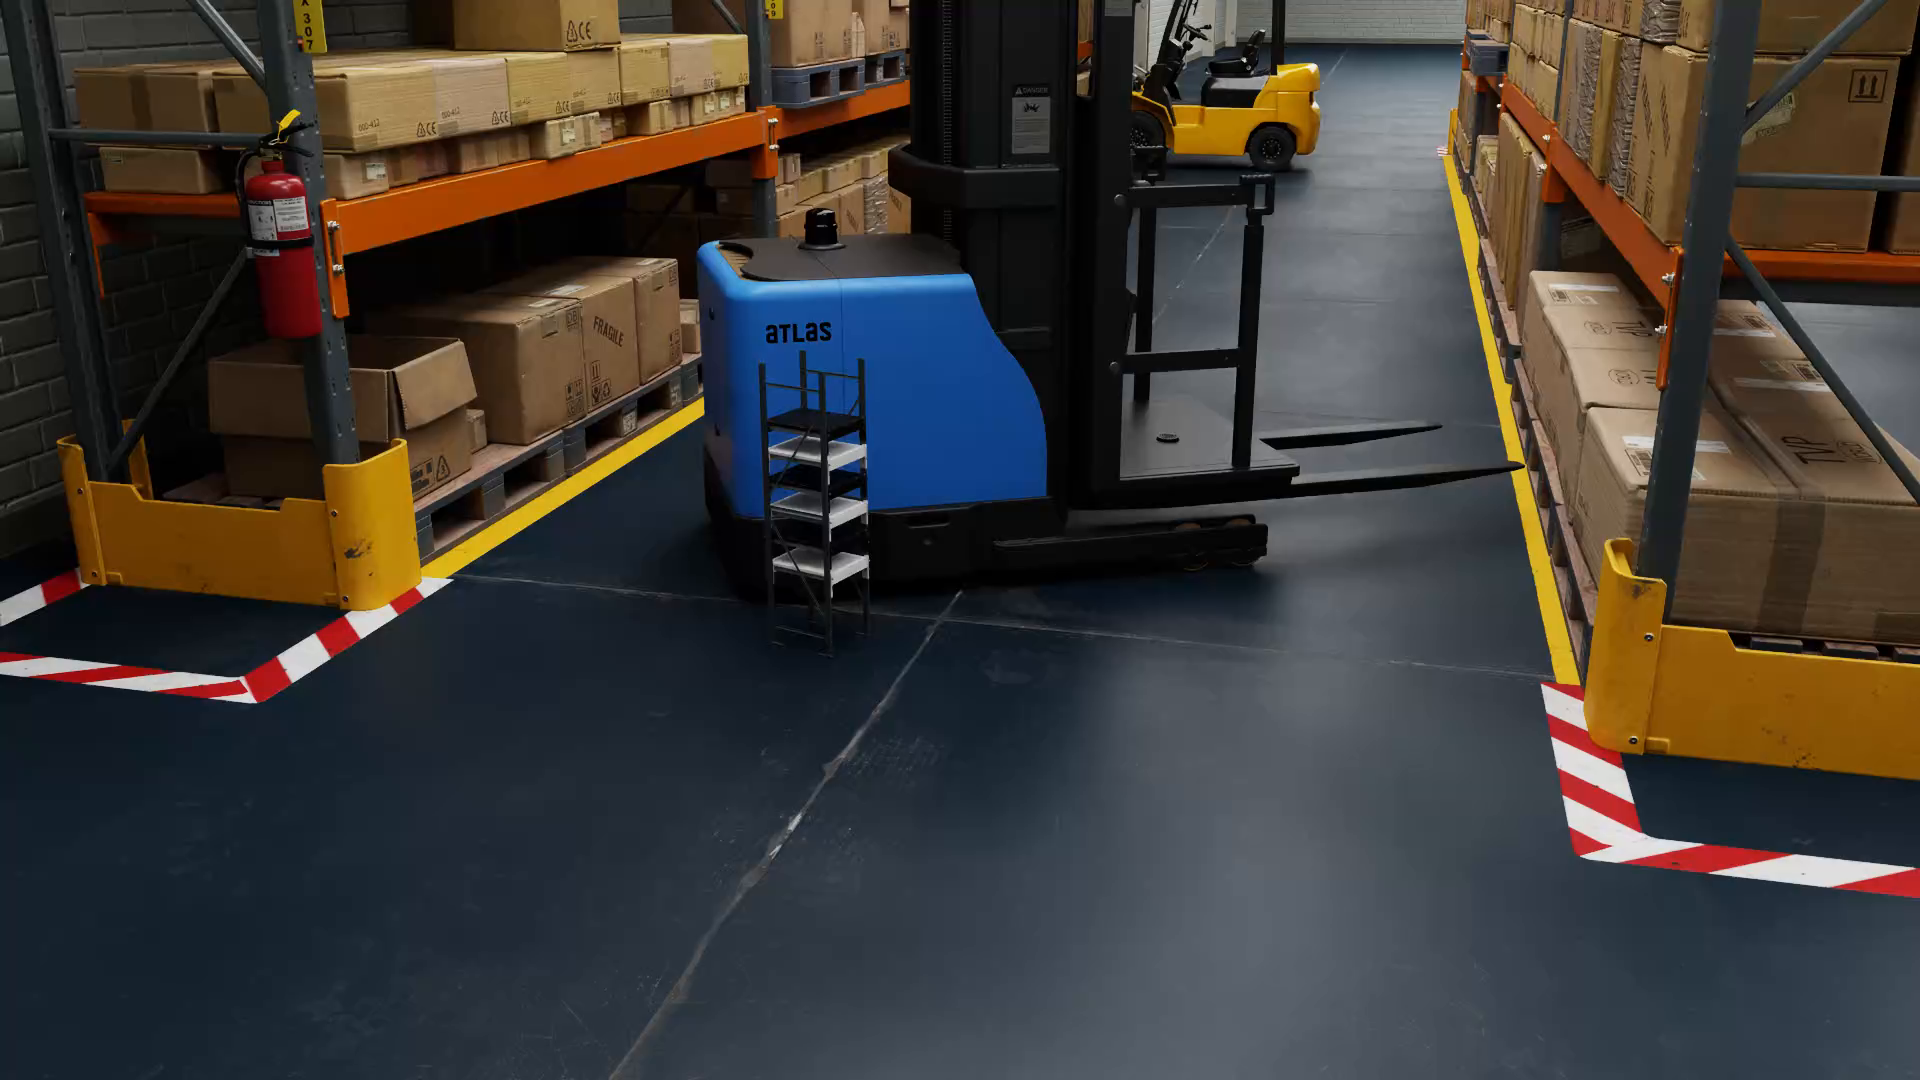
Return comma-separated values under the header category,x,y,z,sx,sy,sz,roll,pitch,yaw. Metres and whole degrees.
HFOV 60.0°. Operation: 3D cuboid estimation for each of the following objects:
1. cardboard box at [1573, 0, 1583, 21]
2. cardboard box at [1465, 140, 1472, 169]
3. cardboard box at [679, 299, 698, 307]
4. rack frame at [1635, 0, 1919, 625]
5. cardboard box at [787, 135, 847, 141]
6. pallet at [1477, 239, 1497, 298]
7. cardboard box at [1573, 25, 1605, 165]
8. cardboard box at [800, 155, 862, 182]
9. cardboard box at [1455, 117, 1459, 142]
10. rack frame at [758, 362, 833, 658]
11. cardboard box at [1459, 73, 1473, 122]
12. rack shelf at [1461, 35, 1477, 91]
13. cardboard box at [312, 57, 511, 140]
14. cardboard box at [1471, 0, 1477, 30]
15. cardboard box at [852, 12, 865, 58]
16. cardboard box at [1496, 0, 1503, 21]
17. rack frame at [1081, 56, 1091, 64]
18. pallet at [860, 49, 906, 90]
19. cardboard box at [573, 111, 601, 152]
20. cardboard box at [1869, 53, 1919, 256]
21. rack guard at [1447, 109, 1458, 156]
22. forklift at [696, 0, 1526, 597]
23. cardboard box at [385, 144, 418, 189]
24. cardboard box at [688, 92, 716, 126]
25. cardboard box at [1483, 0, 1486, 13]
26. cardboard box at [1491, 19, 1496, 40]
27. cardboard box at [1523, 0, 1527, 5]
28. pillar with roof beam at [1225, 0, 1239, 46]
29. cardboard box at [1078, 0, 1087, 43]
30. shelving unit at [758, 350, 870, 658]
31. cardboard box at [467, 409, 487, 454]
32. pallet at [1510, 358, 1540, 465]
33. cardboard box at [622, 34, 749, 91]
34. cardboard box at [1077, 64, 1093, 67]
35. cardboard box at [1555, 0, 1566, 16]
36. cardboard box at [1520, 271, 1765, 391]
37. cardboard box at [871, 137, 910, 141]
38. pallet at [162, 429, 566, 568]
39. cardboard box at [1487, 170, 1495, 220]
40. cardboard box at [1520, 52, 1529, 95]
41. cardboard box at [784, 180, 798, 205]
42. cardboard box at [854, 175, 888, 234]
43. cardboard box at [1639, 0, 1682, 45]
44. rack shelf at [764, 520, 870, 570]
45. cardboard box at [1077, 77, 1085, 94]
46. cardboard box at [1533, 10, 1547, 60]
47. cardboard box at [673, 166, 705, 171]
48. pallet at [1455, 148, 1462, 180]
category,x,y,z,sx,sy,sz,roll,pitch,yaw
cardboard box,2.962,-2.508,7.189,0.500,0.500,0.500,5,19,14
cardboard box,5.152,-3.730,16.071,0.500,0.250,0.500,6,20,16
cardboard box,-1.352,-1.161,8.706,0.380,0.149,0.250,4,19,12
rack frame,2.336,-0.864,4.078,1.000,3.000,0.127,5,19,13
cardboard box,-1.044,-2.865,12.150,0.380,0.149,0.250,5,20,15
pallet,4.025,-1.811,11.163,1.003,0.211,1.213,5,19,13
cardboard box,2.690,-1.726,6.446,0.500,0.500,0.500,5,19,14
cardboard box,-0.859,-2.424,10.858,0.380,0.149,0.250,5,19,14
cardboard box,5.780,-4.546,18.460,0.500,0.250,0.500,4,19,13
rack frame,-0.496,-0.082,5.037,0.240,0.900,0.006,11,22,29
cardboard box,5.651,-4.729,17.836,0.500,0.500,0.500,4,19,11
rack shelf,5.757,-4.912,17.041,1.077,0.370,4.000,5,19,13
cardboard box,-1.983,-1.604,6.015,0.500,0.250,0.500,5,19,14
cardboard box,5.498,-5.458,16.913,0.500,0.500,0.500,4,19,12
cardboard box,-0.789,-3.049,10.032,0.396,0.266,0.258,6,20,16
cardboard box,4.248,-4.086,12.245,0.500,0.500,0.500,4,19,13
rack frame,1.431,-6.270,19.904,1.000,3.000,0.127,5,19,13
pallet,-0.994,-3.062,10.808,1.003,0.211,1.213,5,19,13
cardboard box,-1.724,-1.702,6.918,0.380,0.149,0.250,5,20,15
cardboard box,2.732,-1.039,4.436,0.500,0.500,0.500,5,19,13
rack guard,6.227,-4.673,19.094,1.175,0.500,0.348,5,19,13
forklift,0.604,-1.438,5.863,3.031,2.935,1.130,-5,19,-14
cardboard box,-2.114,-1.301,5.745,0.380,0.149,0.250,5,20,15
cardboard box,-1.416,-2.103,8.094,0.380,0.149,0.250,5,20,15
cardboard box,4.876,-4.888,14.593,0.500,0.500,0.500,5,20,15
cardboard box,4.279,-3.911,12.736,0.380,0.149,0.250,5,19,14
cardboard box,3.821,-3.601,10.387,0.500,0.500,0.500,5,19,14
pillar with roof beam,11.892,-18.025,45.038,9.100,9.000,0.400,5,19,13
cardboard box,1.049,-5.506,17.511,0.500,0.500,0.500,4,19,13
shelving unit,-0.443,-0.111,5.119,0.258,0.900,0.210,11,22,29
cardboard box,-2.095,-0.419,6.535,0.380,0.149,0.250,4,19,11
pallet,3.052,-0.566,7.519,1.003,0.211,1.213,5,19,13
cardboard box,-1.389,-2.400,8.345,0.500,0.250,0.500,5,20,15
cardboard box,1.621,-5.472,19.624,0.500,0.250,0.500,5,20,15
cardboard box,3.179,-2.798,8.038,0.500,0.500,0.500,5,20,15
cardboard box,3.056,-0.916,7.543,0.875,0.438,0.875,4,19,13
cardboard box,-0.435,-2.823,12.025,0.380,0.149,0.250,4,19,11
pallet,-2.265,-0.209,6.474,1.003,0.211,1.213,5,19,13
cardboard box,4.439,-2.503,12.292,0.950,0.372,0.625,3,19,10
cardboard box,3.685,-2.841,10.097,0.500,0.250,0.500,5,20,15
cardboard box,-1.162,-2.016,9.663,0.380,0.149,0.250,4,19,12
cardboard box,-0.785,-2.144,11.043,0.500,0.500,0.500,4,19,11
cardboard box,2.322,-1.721,4.884,0.500,0.500,0.500,5,19,14
rack shelf,-0.443,0.006,5.159,0.258,0.077,0.200,11,22,29
cardboard box,1.011,-4.673,17.287,0.500,0.250,0.500,5,19,13
cardboard box,3.421,-2.761,9.089,0.500,0.250,0.500,5,20,15
cardboard box,-1.543,-2.212,10.237,0.380,0.149,0.250,4,19,11
pallet,5.694,-3.903,17.287,1.003,0.211,1.213,5,19,13
